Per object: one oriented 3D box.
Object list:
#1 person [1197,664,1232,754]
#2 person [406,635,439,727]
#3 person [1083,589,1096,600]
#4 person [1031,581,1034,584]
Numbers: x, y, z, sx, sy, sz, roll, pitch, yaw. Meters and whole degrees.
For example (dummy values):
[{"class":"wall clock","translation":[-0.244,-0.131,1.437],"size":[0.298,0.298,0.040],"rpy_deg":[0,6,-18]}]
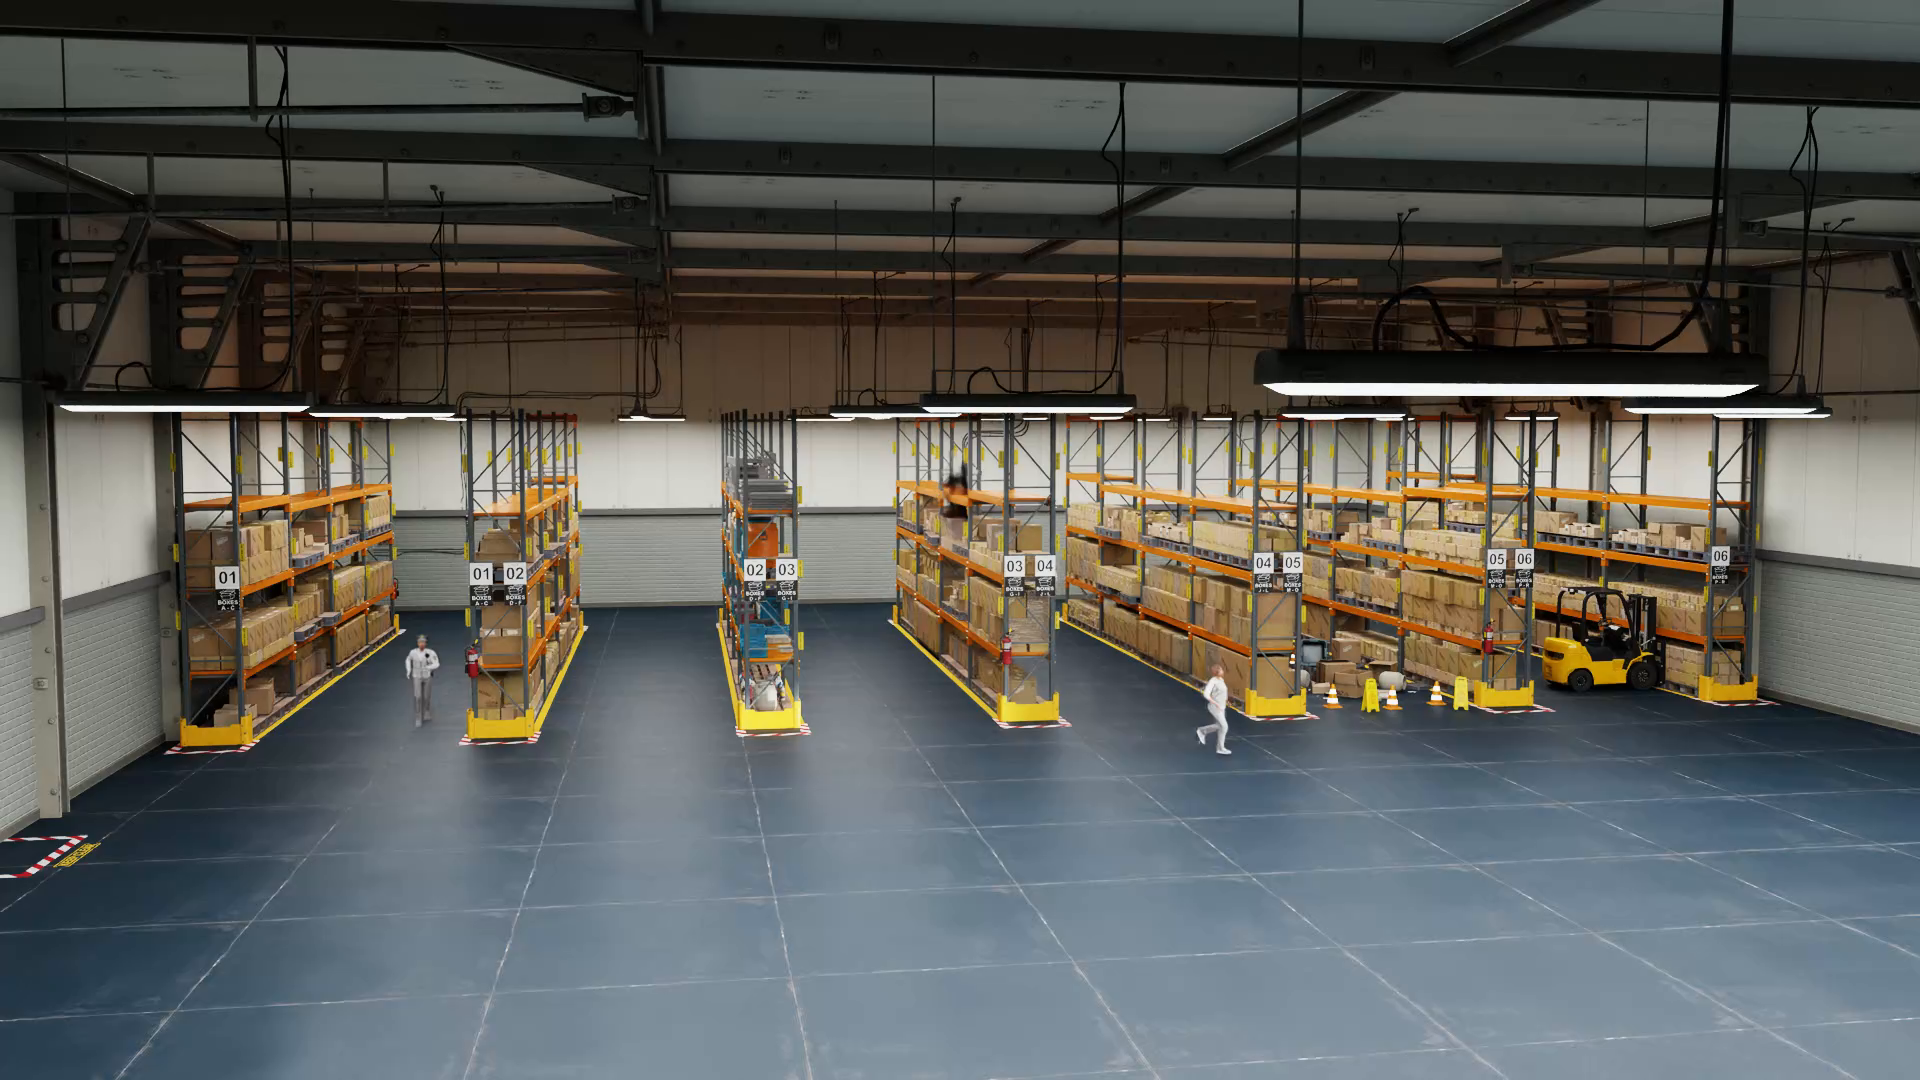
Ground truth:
[{"class":"person","translation":[4.408,2.923,28.918],"size":[0.678,1.557,0.575],"rpy_deg":[3,5,32]},{"class":"person","translation":[-10.237,2.647,31.688],"size":[0.614,1.707,0.824],"rpy_deg":[-1,4,-15]},{"class":"person","translation":[3.931,1.342,50.030],"size":[1.010,1.737,0.757],"rpy_deg":[4,5,43]},{"class":"person","translation":[1.860,1.570,47.911],"size":[0.620,1.663,0.761],"rpy_deg":[2,4,21]}]
